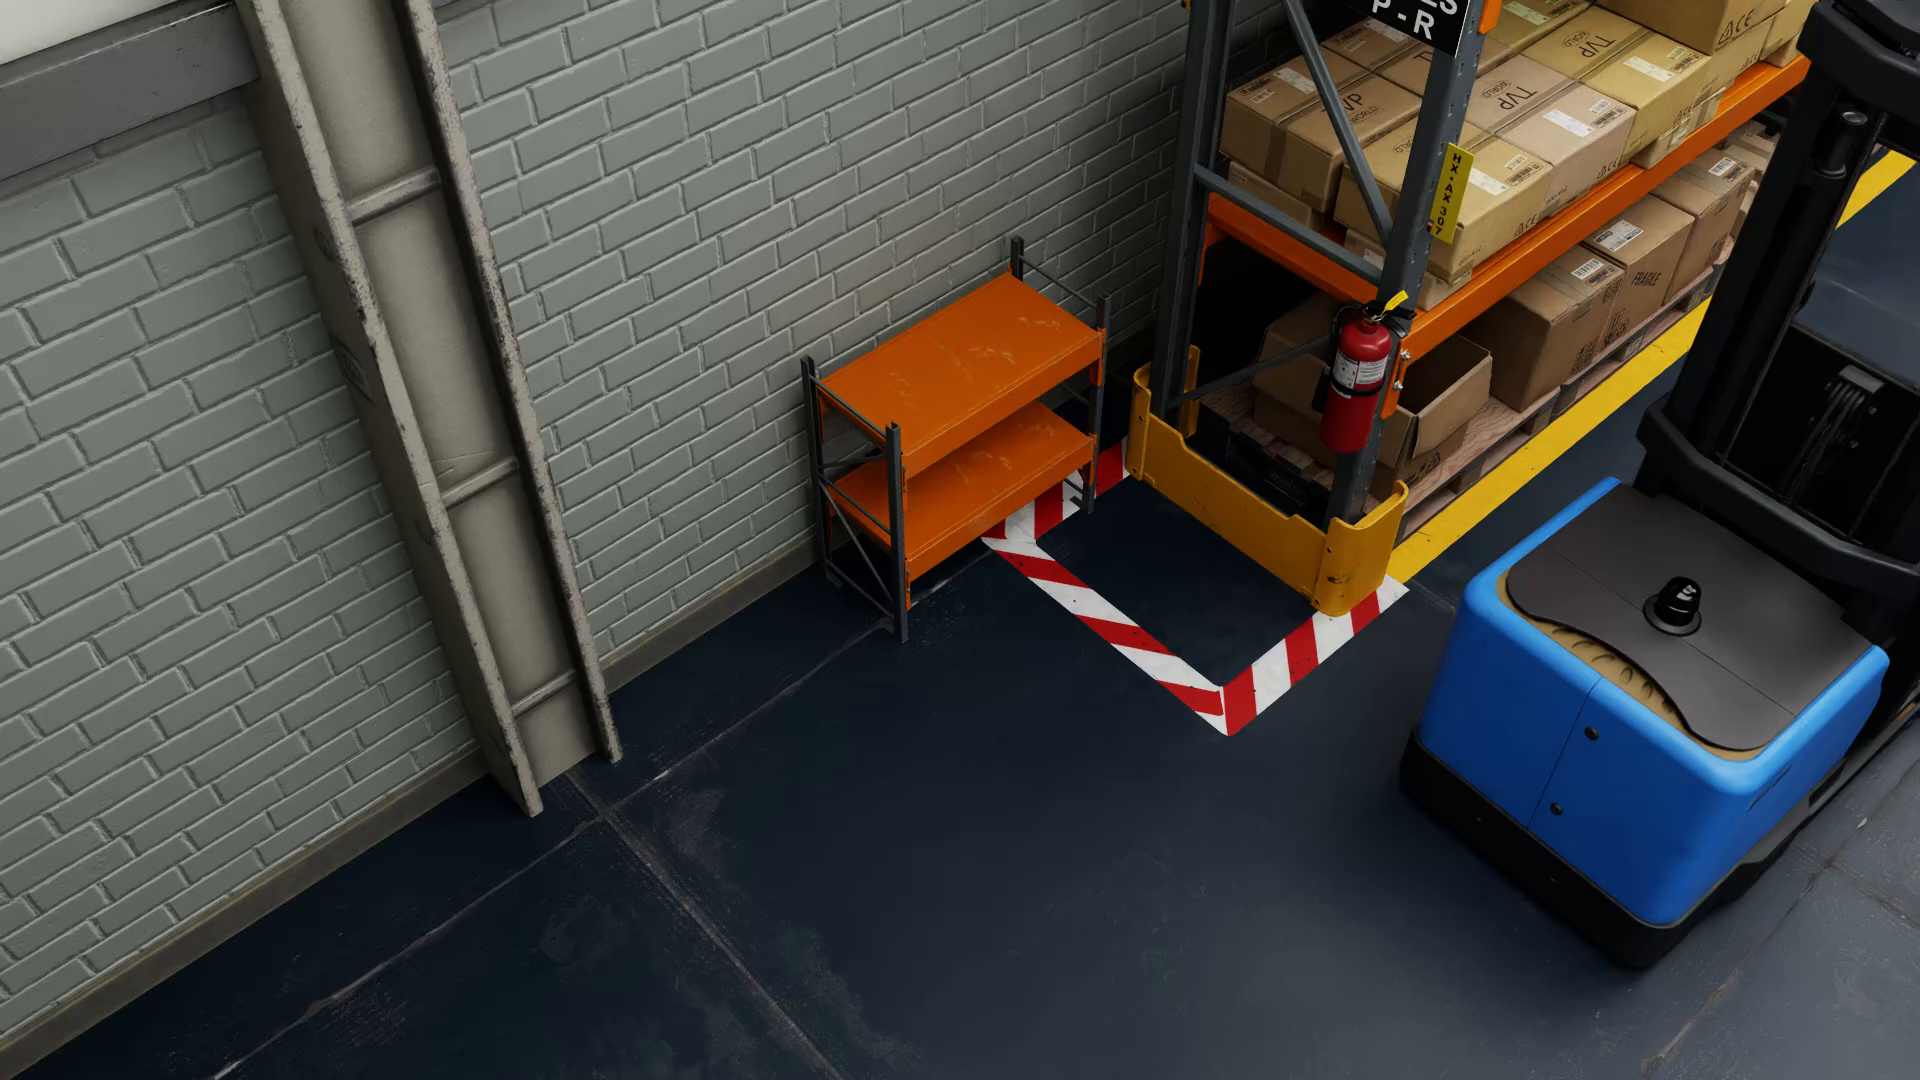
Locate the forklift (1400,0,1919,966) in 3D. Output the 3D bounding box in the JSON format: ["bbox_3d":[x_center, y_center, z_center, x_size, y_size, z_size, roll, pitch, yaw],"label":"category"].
[{"bbox_3d":[3.012,-0.543,5.257,3.031,2.935,1.130,-32,55,-26],"label":"forklift"}]

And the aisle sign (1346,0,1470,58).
[{"bbox_3d":[1.281,-1.751,4.556,0.004,0.787,0.394,-34,56,-27],"label":"aisle sign"}]

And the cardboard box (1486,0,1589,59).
[{"bbox_3d":[2.048,-1.981,6.437,0.500,0.250,0.500,-32,55,-26],"label":"cardboard box"}]

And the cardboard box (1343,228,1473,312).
[{"bbox_3d":[1.562,-0.991,5.794,0.250,0.149,0.380,-34,56,-27],"label":"cardboard box"}]

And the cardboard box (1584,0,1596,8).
[{"bbox_3d":[2.435,-2.239,6.675,0.500,0.250,0.500,-34,56,-27],"label":"cardboard box"}]

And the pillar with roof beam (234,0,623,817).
[{"bbox_3d":[1.429,0.087,0.547,0.400,9.000,9.100,-34,56,-27],"label":"pillar with roof beam"}]

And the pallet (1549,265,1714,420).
[{"bbox_3d":[2.682,-1.149,7.667,1.213,0.211,1.003,-34,56,-27],"label":"pallet"}]

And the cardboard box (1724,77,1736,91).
[{"bbox_3d":[2.874,-1.907,6.640,0.250,0.149,0.380,-34,56,-27],"label":"cardboard box"}]

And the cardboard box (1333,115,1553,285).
[{"bbox_3d":[1.651,-1.191,5.707,0.500,0.250,0.500,-33,56,-27],"label":"cardboard box"}]

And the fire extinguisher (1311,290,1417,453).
[{"bbox_3d":[1.336,-0.586,5.556,0.183,0.674,0.296,-34,56,-27],"label":"fire extinguisher"}]

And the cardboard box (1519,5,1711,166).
[{"bbox_3d":[2.397,-1.692,6.170,0.500,0.250,0.500,-35,56,-28],"label":"cardboard box"}]

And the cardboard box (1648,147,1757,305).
[{"bbox_3d":[3.077,-1.523,7.529,0.500,0.500,0.700,-36,57,-28],"label":"cardboard box"}]

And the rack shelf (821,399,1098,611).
[{"bbox_3d":[-0.004,-0.212,6.513,1.000,0.278,0.538,-34,56,-27],"label":"rack shelf"}]

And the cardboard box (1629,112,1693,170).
[{"bbox_3d":[2.549,-1.601,6.357,0.250,0.149,0.380,-35,56,-28],"label":"cardboard box"}]

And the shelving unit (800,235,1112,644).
[{"bbox_3d":[-0.004,-0.378,6.333,1.048,1.125,0.538,-34,56,-27],"label":"shelving unit"}]

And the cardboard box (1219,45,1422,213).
[{"bbox_3d":[1.296,-1.484,5.978,0.500,0.250,0.500,-32,55,-26],"label":"cardboard box"}]

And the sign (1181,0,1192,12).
[{"bbox_3d":[0.776,-1.874,5.436,0.005,0.325,0.100,-34,56,-27],"label":"sign"}]

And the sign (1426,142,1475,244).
[{"bbox_3d":[1.499,-1.061,5.099,0.005,0.325,0.100,-34,56,-27],"label":"sign"}]

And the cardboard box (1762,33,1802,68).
[{"bbox_3d":[3.291,-2.122,6.838,0.250,0.149,0.380,-35,56,-28],"label":"cardboard box"}]

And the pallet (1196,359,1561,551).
[{"bbox_3d":[1.780,-0.549,7.113,1.213,0.211,1.003,-34,56,-27],"label":"pallet"}]

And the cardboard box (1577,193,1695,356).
[{"bbox_3d":[2.768,-1.217,7.247,0.500,0.500,0.500,-33,55,-27],"label":"cardboard box"}]

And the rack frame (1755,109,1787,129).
[{"bbox_3d":[4.094,-3.040,7.514,0.127,3.000,1.000,-34,56,-27],"label":"rack frame"}]

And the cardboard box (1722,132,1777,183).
[{"bbox_3d":[3.879,-1.781,8.006,0.250,0.149,0.380,-35,56,-28],"label":"cardboard box"}]

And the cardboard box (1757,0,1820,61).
[{"bbox_3d":[3.142,-2.211,6.649,0.500,0.250,0.500,-34,56,-27],"label":"cardboard box"}]

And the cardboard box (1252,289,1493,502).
[{"bbox_3d":[1.651,-0.609,6.684,0.637,0.503,0.797,-36,57,-28],"label":"cardboard box"}]

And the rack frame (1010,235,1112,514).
[{"bbox_3d":[0.372,-0.630,6.566,0.032,1.125,0.500,-34,56,-27],"label":"rack frame"}]

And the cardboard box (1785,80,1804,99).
[{"bbox_3d":[4.603,-2.452,8.387,0.500,0.500,0.500,-31,55,-26],"label":"cardboard box"}]

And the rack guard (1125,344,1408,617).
[{"bbox_3d":[1.190,-0.253,6.643,0.348,0.500,1.175,-34,56,-27],"label":"rack guard"}]

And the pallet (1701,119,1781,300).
[{"bbox_3d":[3.585,-1.756,8.227,1.213,0.211,1.003,-34,56,-27],"label":"pallet"}]

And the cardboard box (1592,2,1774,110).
[{"bbox_3d":[2.761,-1.957,6.414,0.500,0.250,0.500,-35,56,-28],"label":"cardboard box"}]

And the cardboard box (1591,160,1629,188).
[{"bbox_3d":[2.311,-1.517,6.279,0.250,0.149,0.380,-33,55,-27],"label":"cardboard box"}]

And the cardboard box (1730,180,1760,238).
[{"bbox_3d":[3.615,-1.644,7.801,0.258,0.266,0.396,-32,55,-26],"label":"cardboard box"}]

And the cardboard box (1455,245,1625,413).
[{"bbox_3d":[2.309,-1.010,7.056,0.500,0.500,0.700,-32,55,-26],"label":"cardboard box"}]

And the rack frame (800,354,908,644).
[{"bbox_3d":[-0.379,-0.126,6.101,0.032,1.125,0.500,-34,56,-27],"label":"rack frame"}]

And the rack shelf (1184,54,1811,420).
[{"bbox_3d":[2.614,-1.808,6.866,4.000,0.370,1.077,-34,56,-27],"label":"rack shelf"}]

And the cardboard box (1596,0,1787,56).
[{"bbox_3d":[2.761,-2.187,6.116,0.500,0.500,0.500,-32,55,-26],"label":"cardboard box"}]

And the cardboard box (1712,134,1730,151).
[{"bbox_3d":[3.446,-2.073,8.165,0.500,0.311,0.500,-32,55,-26],"label":"cardboard box"}]

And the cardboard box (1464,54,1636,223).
[{"bbox_3d":[2.024,-1.440,5.937,0.500,0.250,0.500,-33,55,-27],"label":"cardboard box"}]

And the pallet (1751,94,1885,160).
[{"bbox_3d":[4.670,-2.517,8.929,1.213,0.211,1.003,-34,56,-27],"label":"pallet"}]

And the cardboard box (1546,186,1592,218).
[{"bbox_3d":[2.118,-1.382,6.155,0.250,0.149,0.380,-32,55,-26],"label":"cardboard box"}]

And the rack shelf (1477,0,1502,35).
[{"bbox_3d":[2.614,-2.825,5.764,4.000,0.370,1.077,-34,56,-27],"label":"rack shelf"}]

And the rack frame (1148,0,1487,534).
[{"bbox_3d":[1.134,-1.063,5.690,0.127,3.000,1.000,-34,56,-27],"label":"rack frame"}]

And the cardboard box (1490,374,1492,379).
[{"bbox_3d":[1.991,-0.678,6.989,0.250,0.149,0.380,-36,57,-28],"label":"cardboard box"}]

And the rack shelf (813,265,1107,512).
[{"bbox_3d":[-0.004,-0.576,6.118,1.000,0.278,0.538,-34,56,-27],"label":"rack shelf"}]

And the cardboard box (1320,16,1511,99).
[{"bbox_3d":[1.678,-1.739,6.213,0.500,0.250,0.500,-34,56,-27],"label":"cardboard box"}]

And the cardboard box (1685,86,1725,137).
[{"bbox_3d":[2.730,-1.742,6.487,0.250,0.149,0.380,-33,55,-26],"label":"cardboard box"}]

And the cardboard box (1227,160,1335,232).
[{"bbox_3d":[1.199,-1.287,6.068,0.250,0.149,0.380,-34,56,-28],"label":"cardboard box"}]
